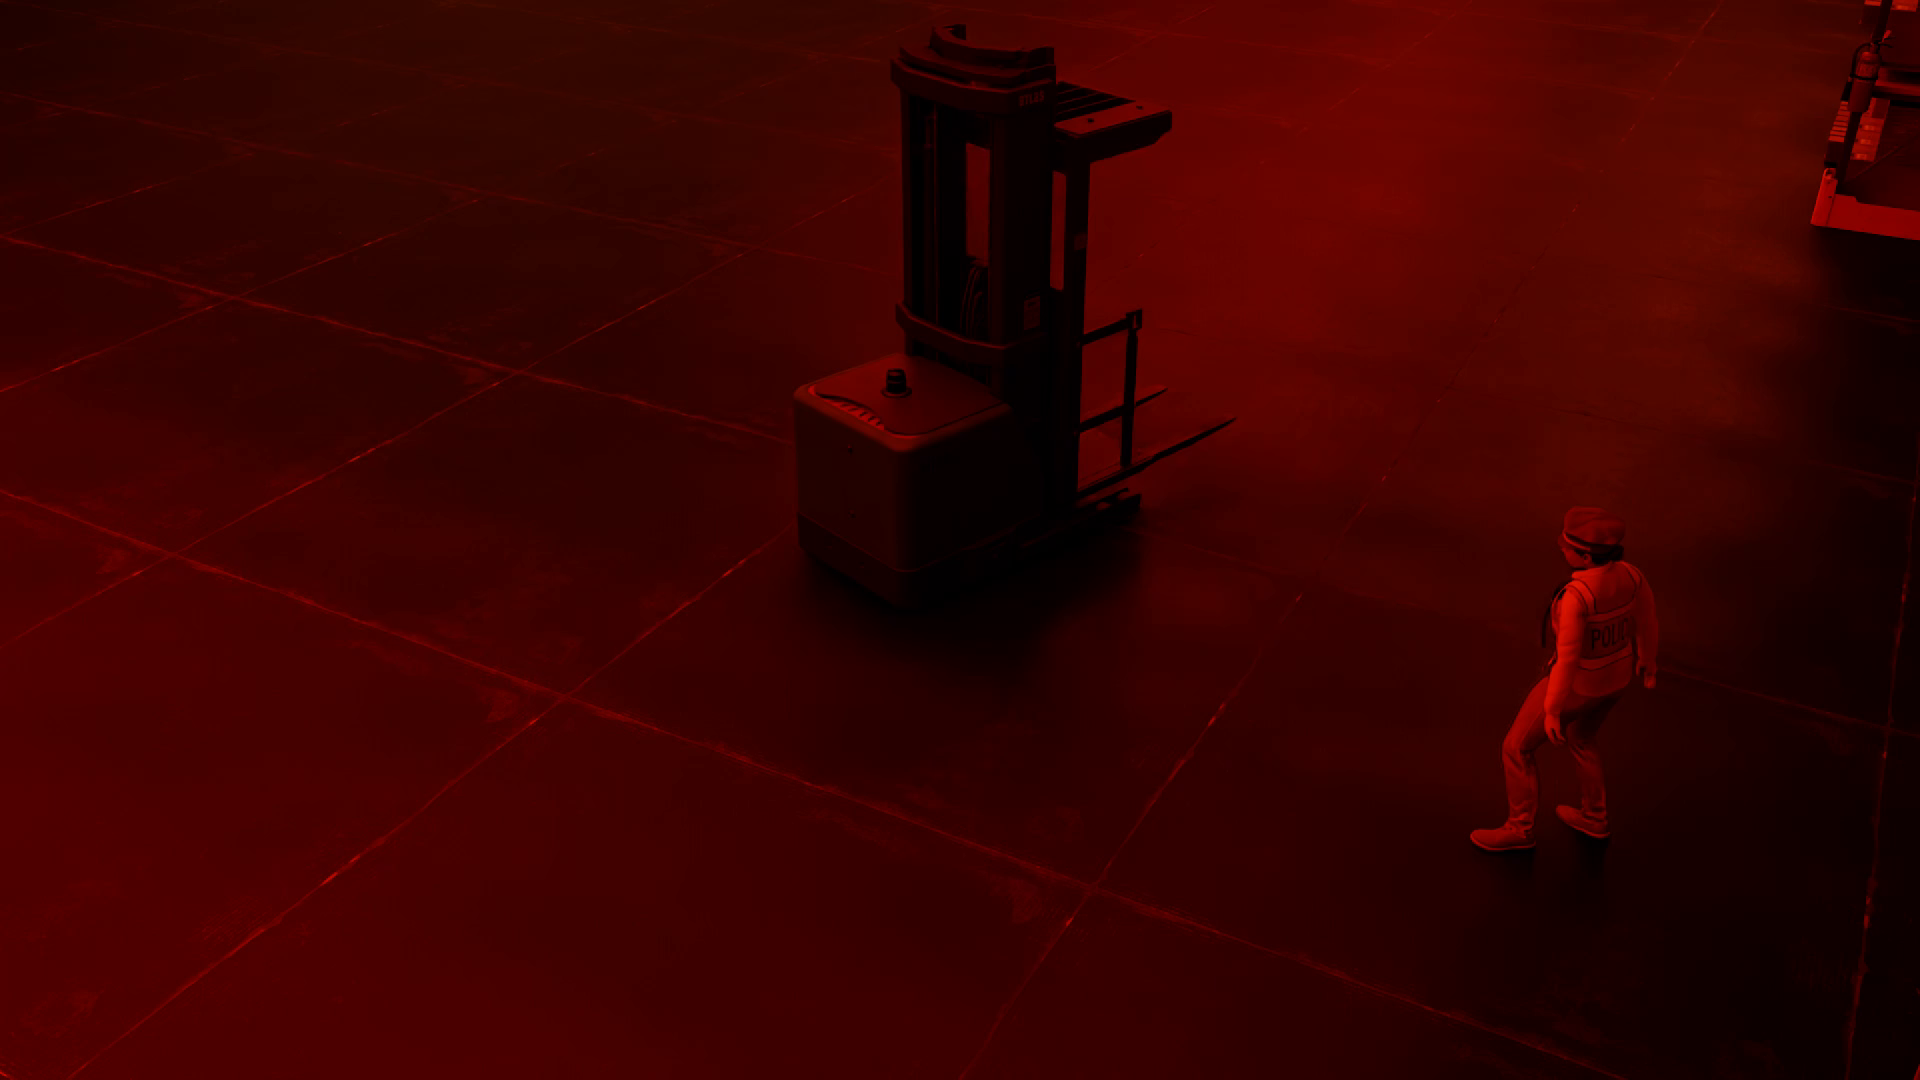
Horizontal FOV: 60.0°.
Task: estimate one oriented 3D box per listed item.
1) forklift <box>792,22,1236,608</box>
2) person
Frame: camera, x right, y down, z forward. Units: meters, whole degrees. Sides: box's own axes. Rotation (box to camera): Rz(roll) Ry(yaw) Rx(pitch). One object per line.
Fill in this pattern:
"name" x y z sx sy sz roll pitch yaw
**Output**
"forklift" 0.474 -1.507 9.682 3.031 2.935 1.130 -24 38 -35
"person" 2.729 0.637 7.302 0.807 1.638 0.413 -16 34 -26
